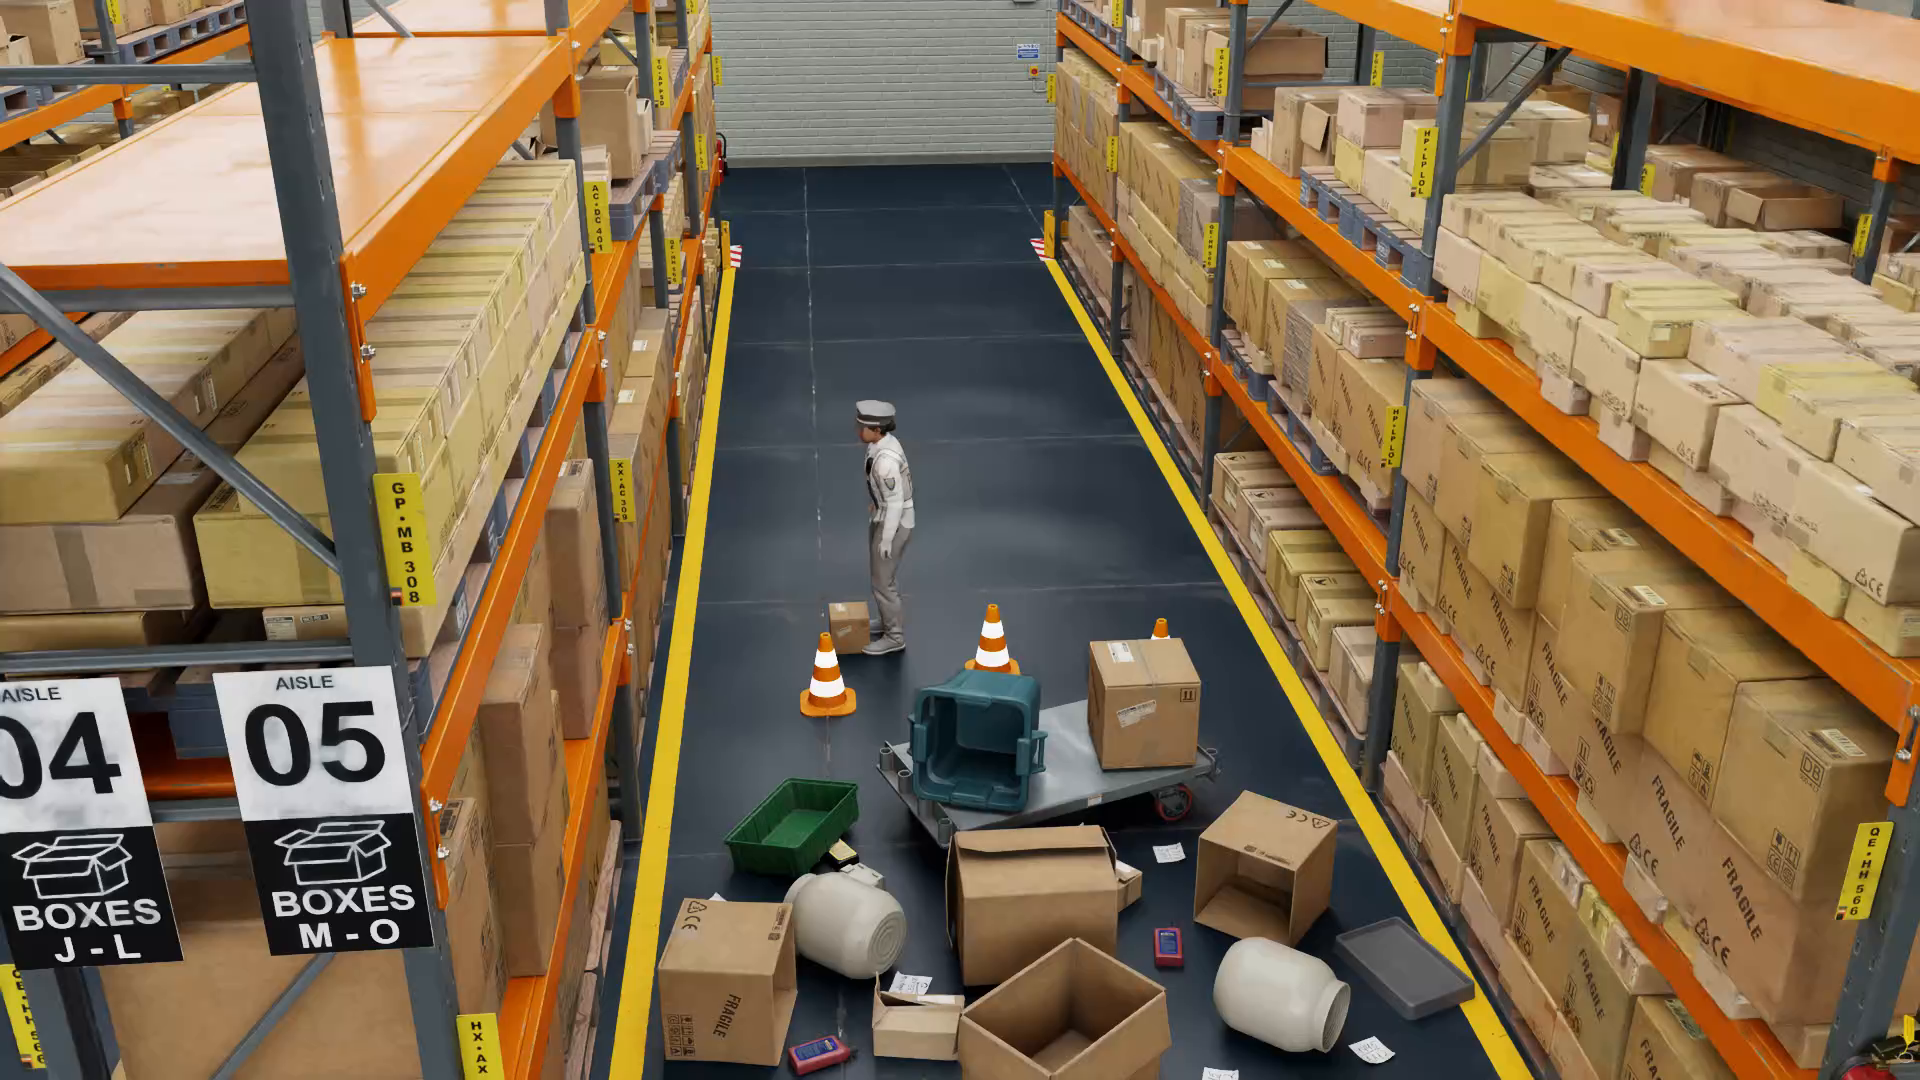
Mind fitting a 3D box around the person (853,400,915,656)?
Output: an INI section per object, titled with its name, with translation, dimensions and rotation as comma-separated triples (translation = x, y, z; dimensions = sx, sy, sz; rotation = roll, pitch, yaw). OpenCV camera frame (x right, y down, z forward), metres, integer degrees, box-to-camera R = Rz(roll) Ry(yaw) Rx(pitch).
[person]
translation = -0.474, -0.086, 10.498
dimensions = 0.374, 1.661, 0.539
rotation = -4, 24, -8
